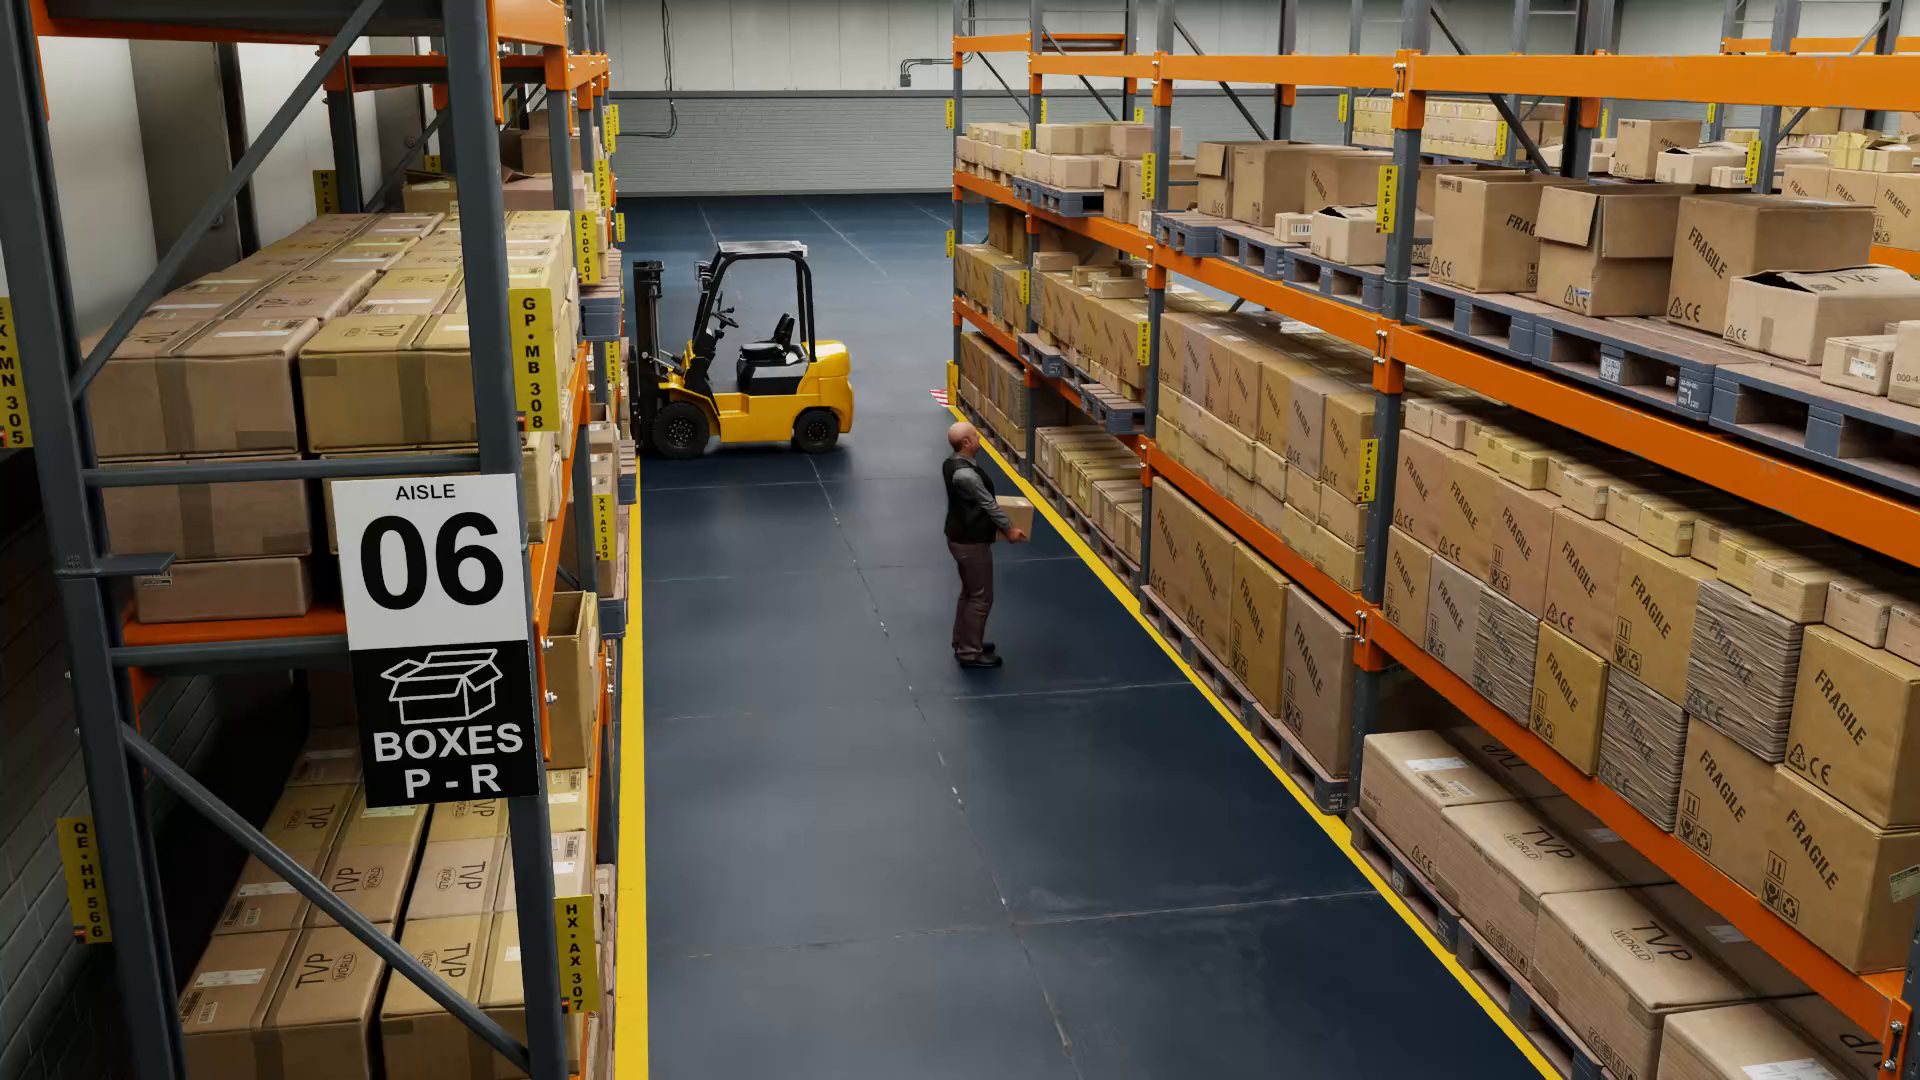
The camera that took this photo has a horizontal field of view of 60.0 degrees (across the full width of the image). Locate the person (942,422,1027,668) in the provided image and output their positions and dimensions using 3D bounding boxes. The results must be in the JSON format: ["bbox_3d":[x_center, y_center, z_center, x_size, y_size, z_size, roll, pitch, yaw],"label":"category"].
[{"bbox_3d":[0.164,0.014,11.548,0.551,1.711,0.494,-3,17,-10],"label":"person"}]
